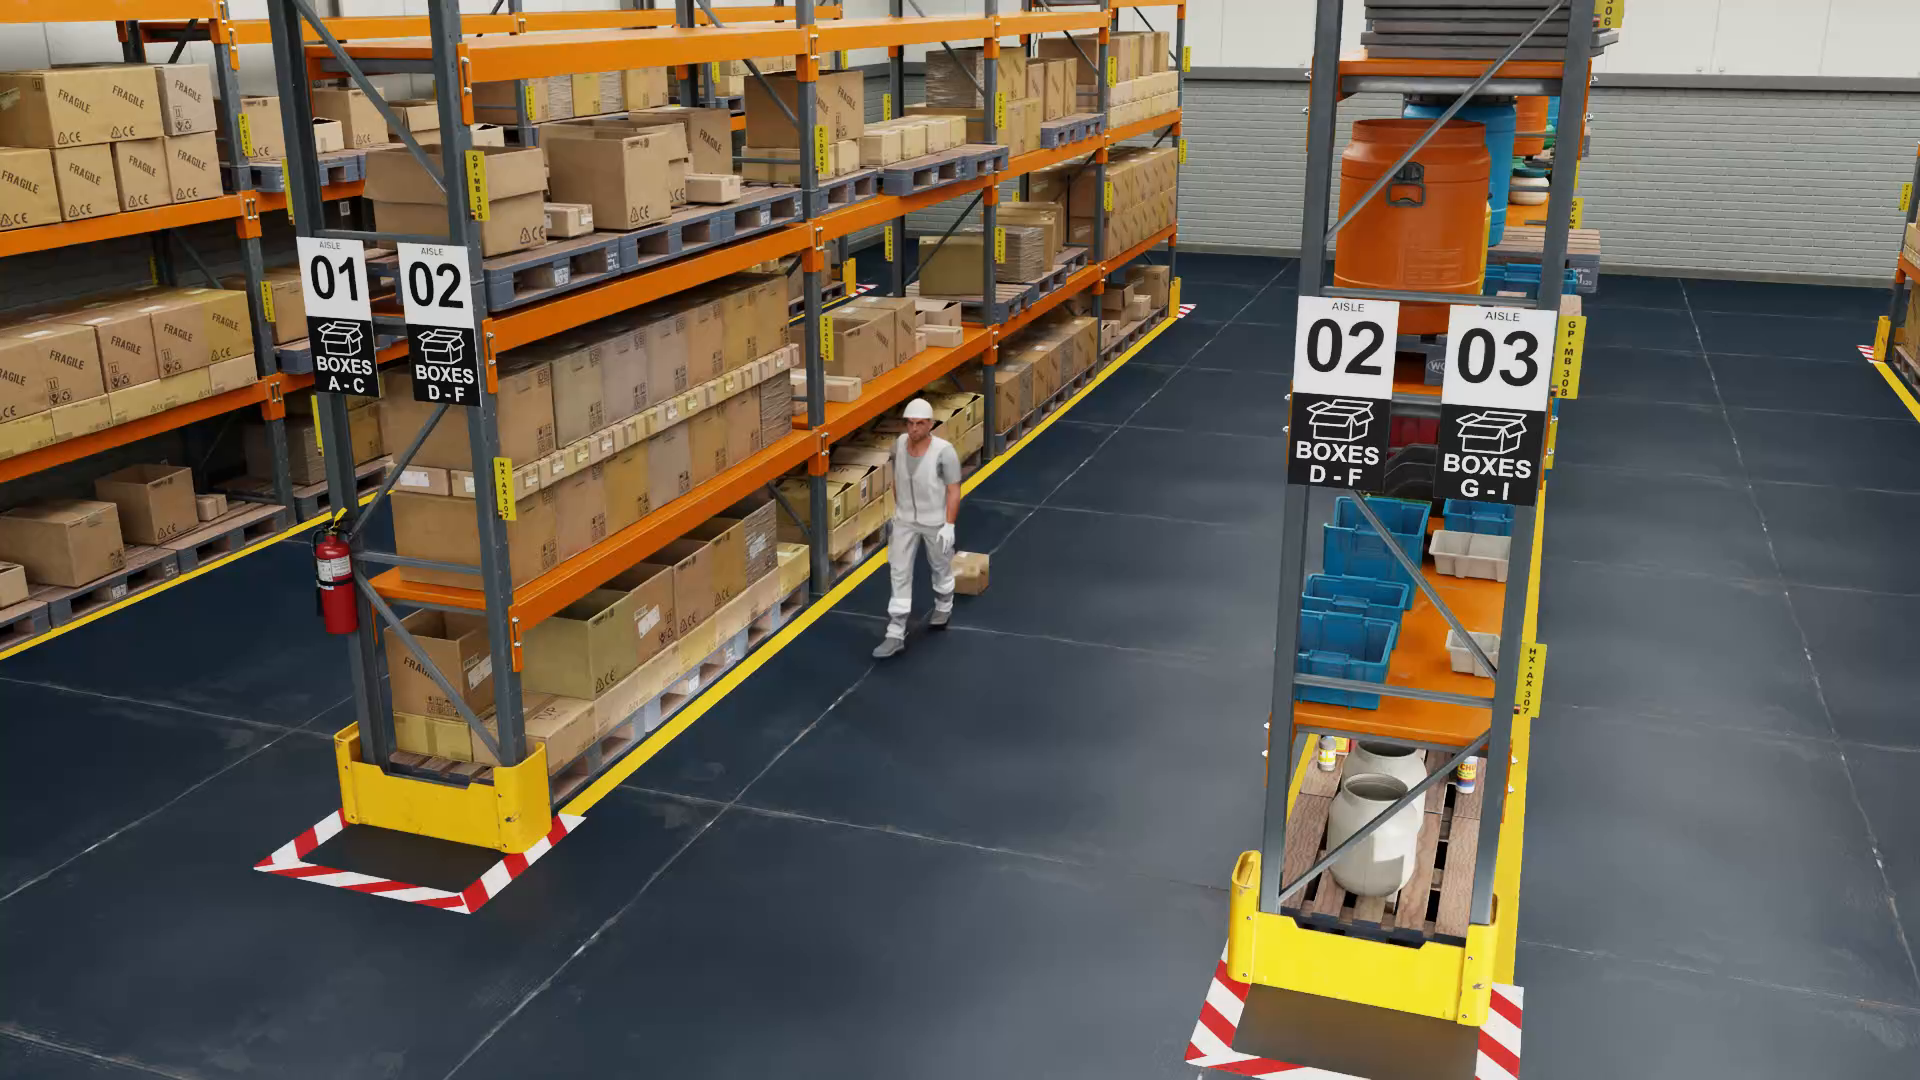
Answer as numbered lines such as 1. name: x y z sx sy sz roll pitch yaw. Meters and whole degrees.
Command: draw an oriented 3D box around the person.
1. person: -0.273 -0.129 11.381 0.577 1.721 1.008 6 19 18
